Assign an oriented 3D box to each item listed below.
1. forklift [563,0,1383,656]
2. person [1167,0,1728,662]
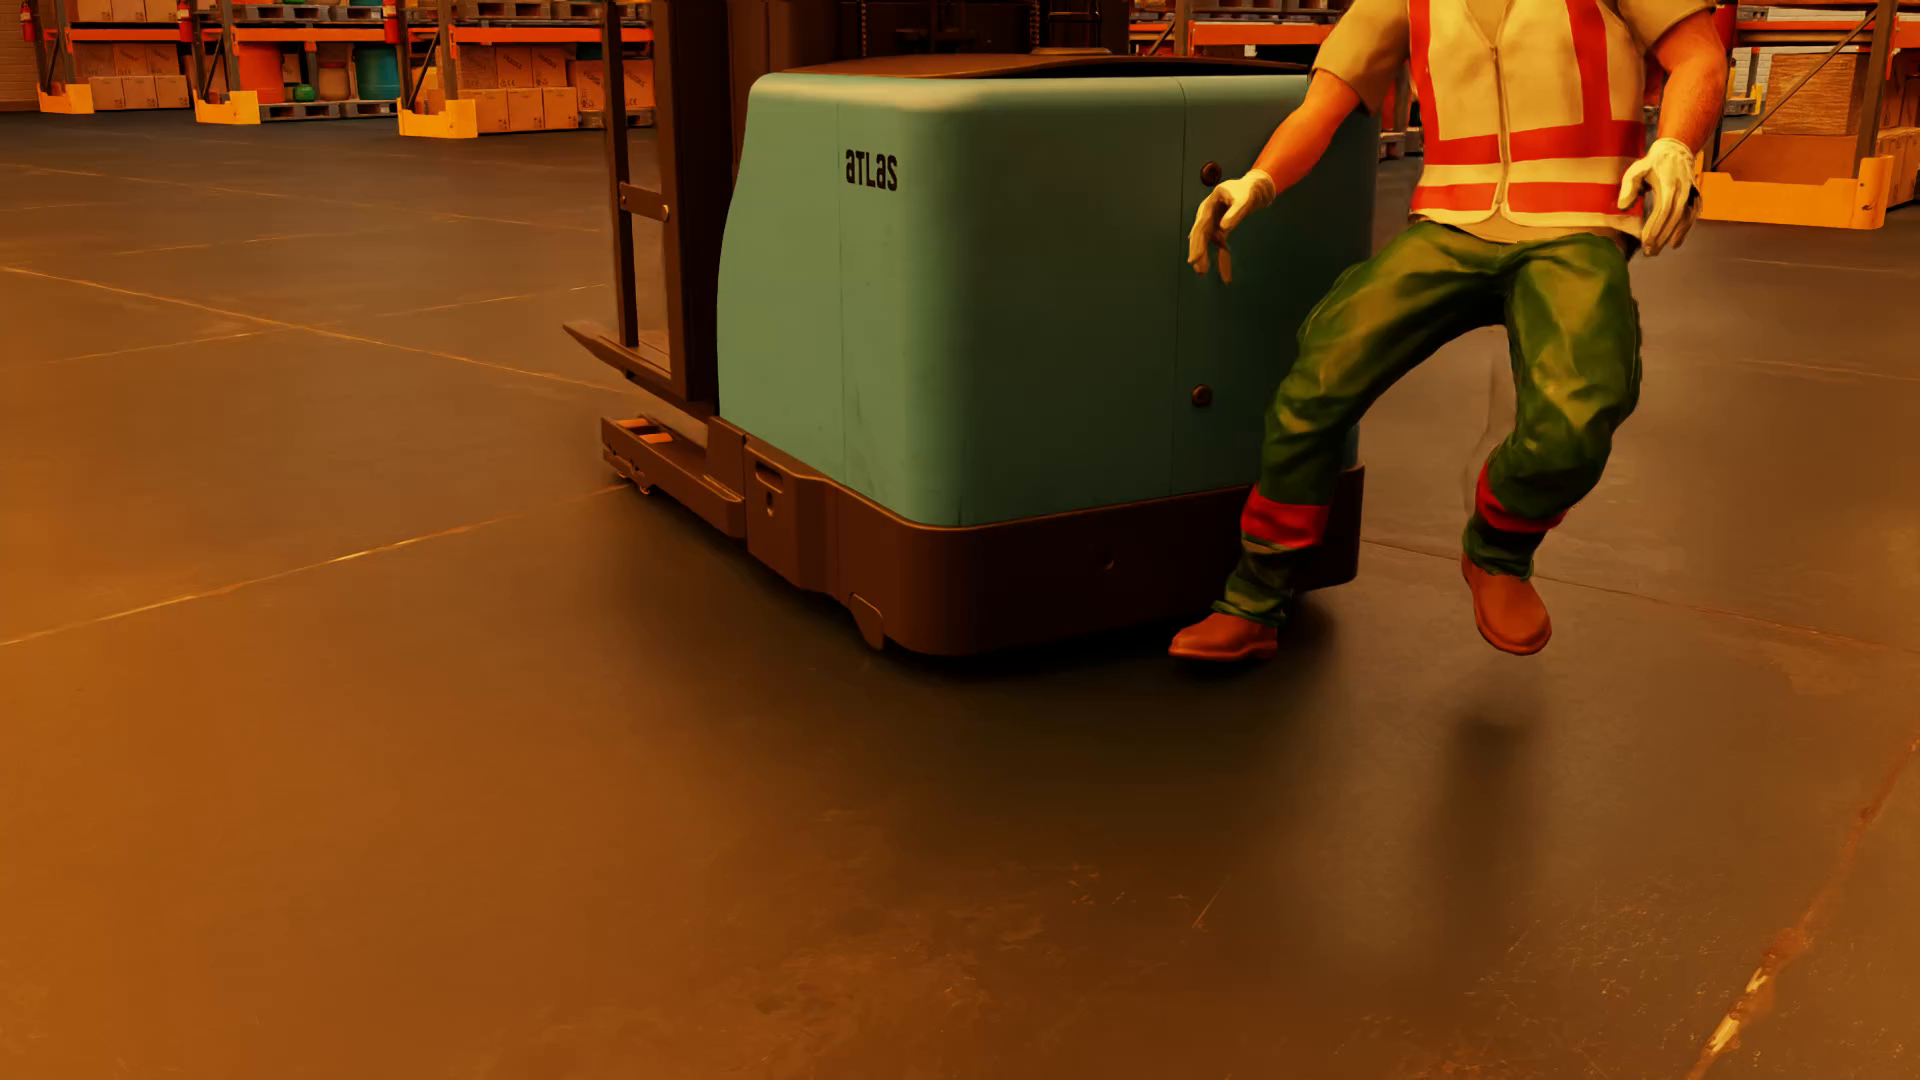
[{"bbox_3d":[-0.312,-1.572,4.073,1.130,2.935,3.031,-9,19,-27],"label":"forklift"},{"bbox_3d":[0.849,-0.523,2.867,0.808,1.646,0.667,11,20,32],"label":"person"}]
